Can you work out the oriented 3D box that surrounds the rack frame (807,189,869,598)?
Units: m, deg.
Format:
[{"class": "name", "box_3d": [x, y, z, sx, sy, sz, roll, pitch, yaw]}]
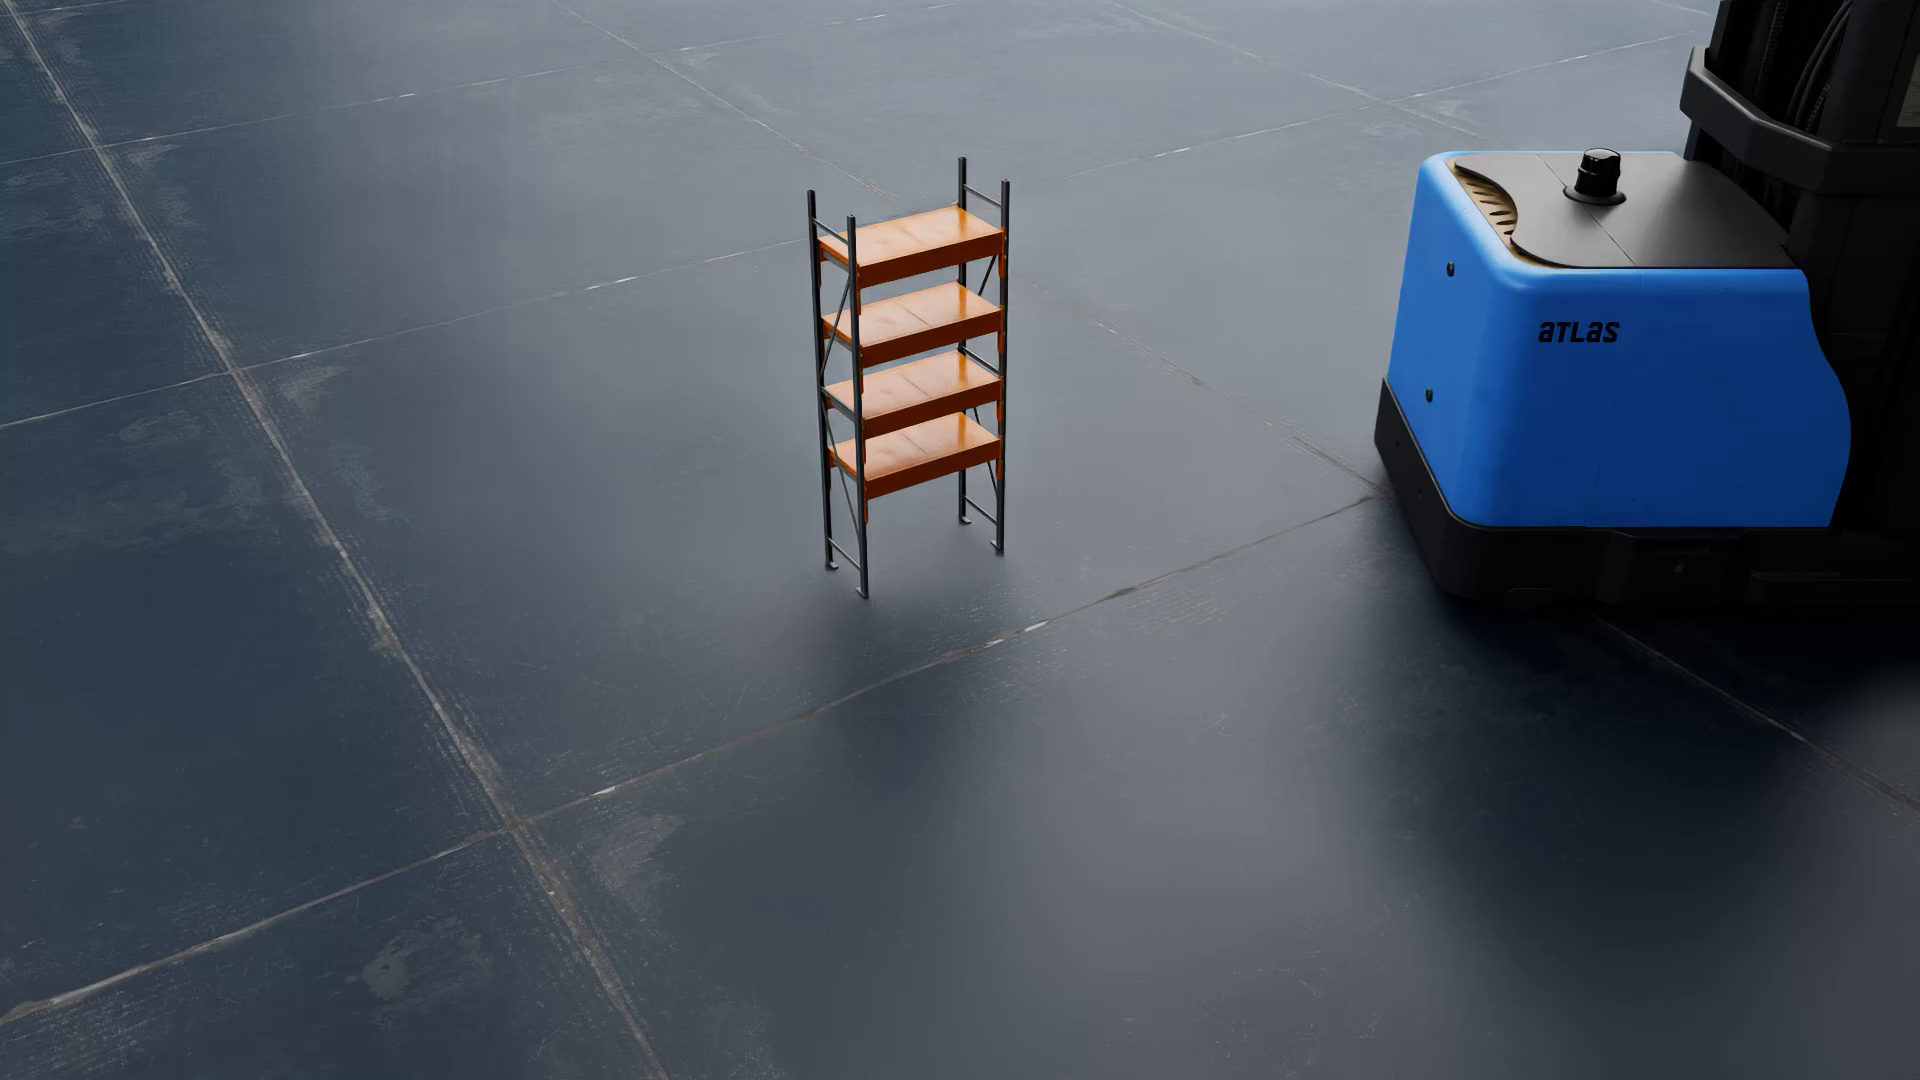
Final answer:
[{"class": "rack frame", "box_3d": [-0.344, -0.389, 4.742, 0.015, 1.200, 0.240, -19, 37, -27]}]

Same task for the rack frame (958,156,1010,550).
[{"class": "rack frame", "box_3d": [0.066, -0.530, 4.966, 0.015, 1.200, 0.240, -19, 37, -27]}]

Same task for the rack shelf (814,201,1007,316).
[{"class": "rack shelf", "box_3d": [-0.139, -0.792, 4.644, 0.480, 0.148, 0.258, -19, 37, -27]}]

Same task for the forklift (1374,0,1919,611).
[{"class": "forklift", "box_3d": [2.921, -1.287, 4.543, 3.031, 2.935, 1.130, 0, 32, 0]}]

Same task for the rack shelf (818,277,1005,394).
[{"class": "rack shelf", "box_3d": [-0.139, -0.592, 4.771, 0.480, 0.148, 0.258, -19, 37, -27]}]

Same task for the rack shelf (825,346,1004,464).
[{"class": "rack shelf", "box_3d": [-0.139, -0.403, 4.890, 0.480, 0.148, 0.258, -19, 37, -27]}]

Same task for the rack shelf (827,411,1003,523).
[{"class": "rack shelf", "box_3d": [-0.139, -0.235, 4.996, 0.480, 0.148, 0.258, -19, 37, -27]}]

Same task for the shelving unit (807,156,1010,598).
[{"class": "shelving unit", "box_3d": [-0.139, -0.460, 4.854, 0.503, 1.200, 0.258, -19, 37, -27]}]
